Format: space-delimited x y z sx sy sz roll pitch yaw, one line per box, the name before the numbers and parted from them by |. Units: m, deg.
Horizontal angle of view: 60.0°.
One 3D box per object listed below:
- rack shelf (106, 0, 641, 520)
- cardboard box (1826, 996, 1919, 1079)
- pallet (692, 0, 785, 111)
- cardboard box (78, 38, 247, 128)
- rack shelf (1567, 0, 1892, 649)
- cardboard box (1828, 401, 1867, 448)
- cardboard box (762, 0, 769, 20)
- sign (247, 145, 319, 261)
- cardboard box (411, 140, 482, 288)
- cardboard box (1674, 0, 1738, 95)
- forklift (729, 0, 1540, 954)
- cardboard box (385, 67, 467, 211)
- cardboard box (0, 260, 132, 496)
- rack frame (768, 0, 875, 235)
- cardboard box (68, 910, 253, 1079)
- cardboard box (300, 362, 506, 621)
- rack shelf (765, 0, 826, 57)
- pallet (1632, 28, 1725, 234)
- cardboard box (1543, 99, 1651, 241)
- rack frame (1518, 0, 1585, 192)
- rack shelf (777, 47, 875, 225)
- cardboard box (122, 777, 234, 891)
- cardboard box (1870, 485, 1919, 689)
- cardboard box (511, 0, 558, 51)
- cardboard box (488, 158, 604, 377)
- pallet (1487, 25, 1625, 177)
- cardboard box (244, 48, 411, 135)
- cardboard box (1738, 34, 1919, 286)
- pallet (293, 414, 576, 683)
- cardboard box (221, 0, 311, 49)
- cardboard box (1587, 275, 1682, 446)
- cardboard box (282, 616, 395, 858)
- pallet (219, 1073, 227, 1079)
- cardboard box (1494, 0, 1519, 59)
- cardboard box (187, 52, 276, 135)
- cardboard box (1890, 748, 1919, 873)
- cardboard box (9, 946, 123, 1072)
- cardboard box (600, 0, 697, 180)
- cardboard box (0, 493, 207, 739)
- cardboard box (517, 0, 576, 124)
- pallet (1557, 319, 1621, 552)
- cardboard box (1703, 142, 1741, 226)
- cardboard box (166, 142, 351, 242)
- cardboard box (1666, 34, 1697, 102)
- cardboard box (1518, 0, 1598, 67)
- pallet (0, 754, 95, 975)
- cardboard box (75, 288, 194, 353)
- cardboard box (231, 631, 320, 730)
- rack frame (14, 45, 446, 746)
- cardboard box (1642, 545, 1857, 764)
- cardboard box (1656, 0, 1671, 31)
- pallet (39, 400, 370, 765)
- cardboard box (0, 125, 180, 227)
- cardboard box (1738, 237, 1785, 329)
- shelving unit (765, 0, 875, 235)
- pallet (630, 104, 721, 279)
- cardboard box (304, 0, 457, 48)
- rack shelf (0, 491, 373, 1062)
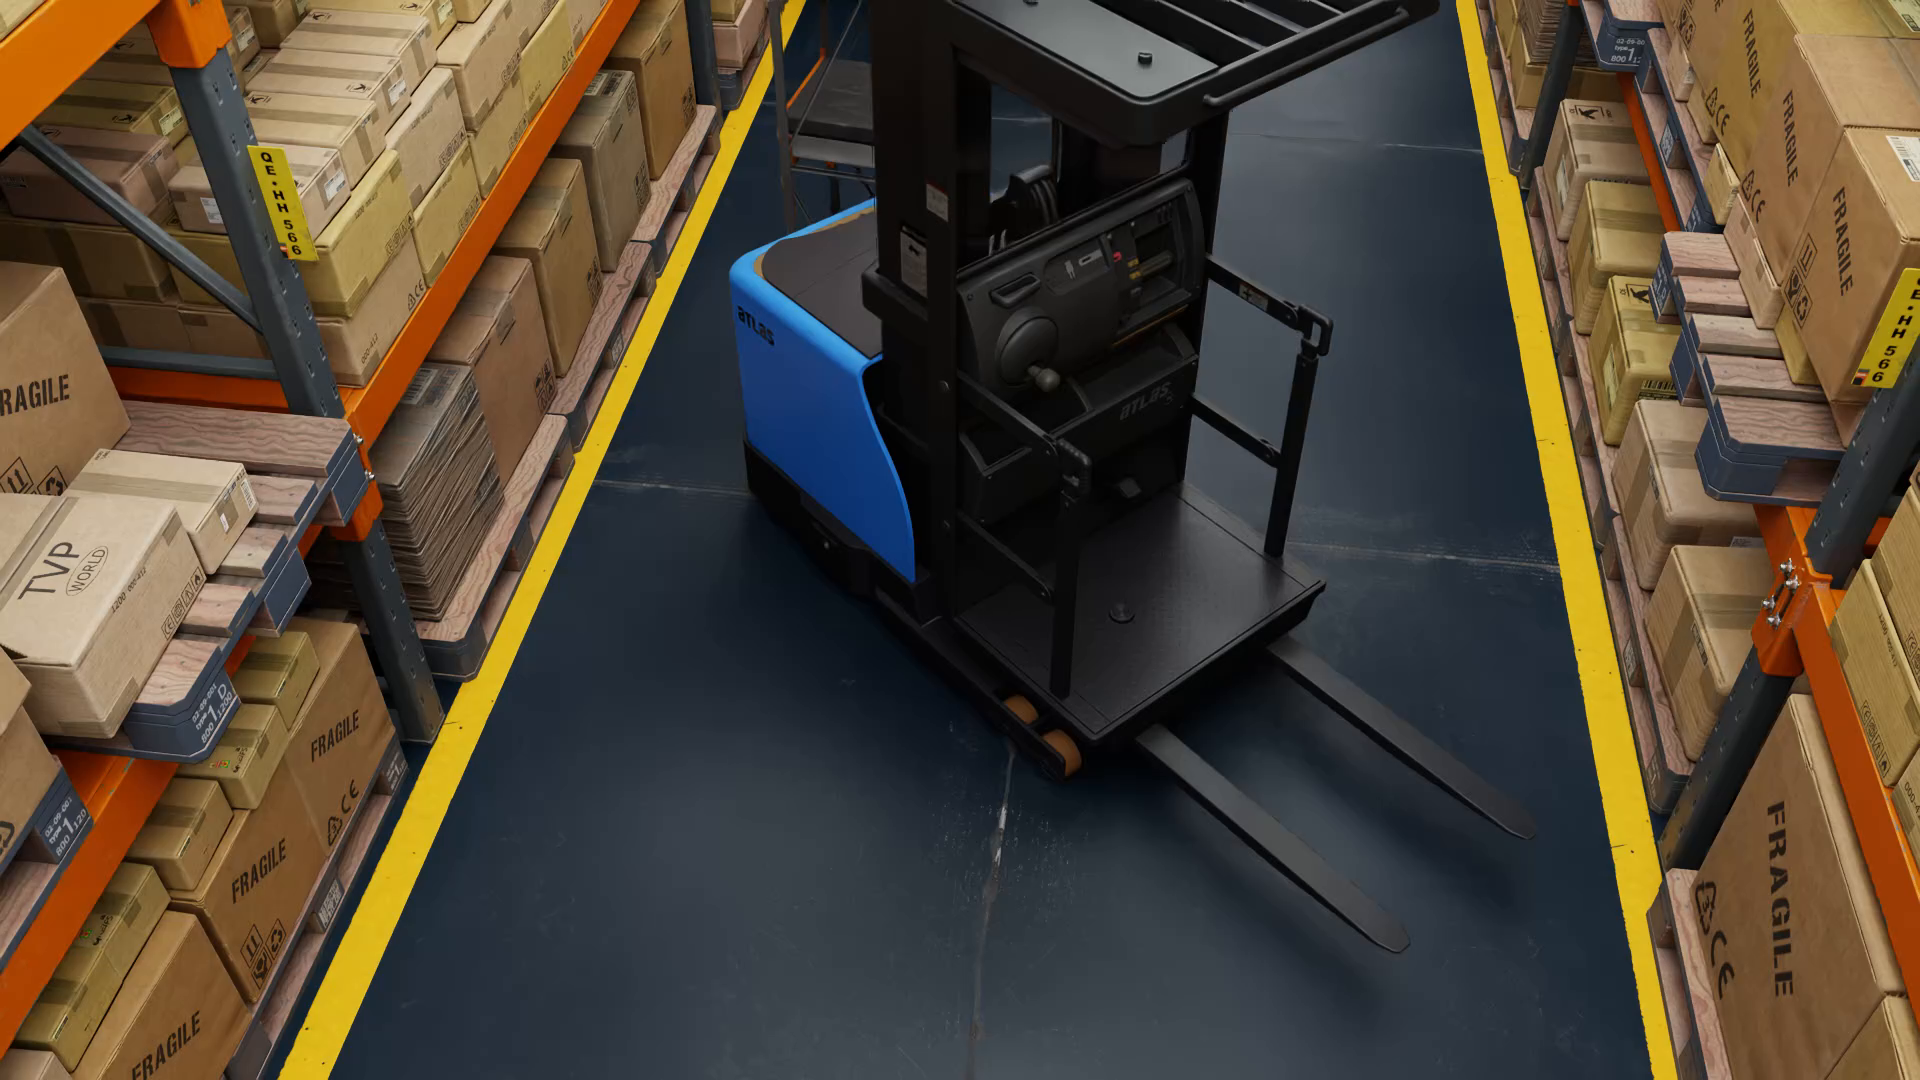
rack shelf | -1.975 -1.594 6.275 1.077 0.370 4.000 5 44 6
cardboard box | 2.386 1.646 3.570 0.875 0.875 0.875 6 44 6
pallet | -1.564 -2.744 8.995 1.003 0.211 1.213 5 44 6
cardboard box | -2.378 -1.364 4.964 0.380 0.149 0.250 5 44 5
rack shelf | 2.946 -1.146 5.802 1.077 0.370 4.000 5 44 6
cardboard box | 2.491 -0.350 4.315 0.380 0.149 0.250 7 44 7
cardboard box | -1.266 -3.020 8.952 0.500 0.250 0.500 4 44 5
sign | -1.700 -0.841 4.172 0.100 0.325 0.005 5 44 6
cardboard box | -1.867 -1.061 5.298 0.500 0.250 0.500 4 44 5
cardboard box | 2.662 -1.745 5.317 0.500 0.500 0.500 4 44 4
forklift | 0.519 -0.679 4.835 1.130 2.935 3.031 -30 51 -28
cardboard box | -1.871 -1.241 5.124 0.500 0.250 0.500 7 44 7
cardboard box | -2.462 -0.345 4.054 0.500 0.500 0.500 7 44 7
rack frame | -0.468 -1.350 6.149 0.400 2.100 0.015 11 45 11
cardboard box | -2.225 1.267 4.242 0.500 0.500 0.500 7 44 7
cardboard box | -2.143 -0.207 5.708 0.875 0.625 0.625 7 44 7
rack shelf | -0.402 -2.010 5.848 0.431 0.518 0.480 11 45 11
pallet | 2.902 -1.327 5.609 1.003 0.211 1.213 5 44 6
cardboard box | 3.143 -1.611 7.375 0.950 0.372 0.625 6 44 6
rack frame | 3.210 -2.770 6.994 1.000 3.000 0.127 5 44 6
rack shelf | -0.402 -1.502 6.329 0.431 0.518 0.480 11 45 11
cardboard box | -2.137 0.751 4.316 0.380 0.149 0.250 4 44 4
cardboard box | 2.370 0.152 3.653 0.500 0.250 0.500 5 44 5
cardboard box | -1.741 -1.946 5.870 0.500 0.250 0.500 6 44 6
cardboard box | -1.976 -1.111 6.664 0.875 0.625 0.625 4 44 4
pallet | 3.264 -2.218 8.439 1.003 0.211 1.213 5 44 6
cardboard box | -1.863 -1.314 4.912 0.380 0.149 0.250 6 44 7
cardboard box | 2.523 -1.029 4.561 0.500 0.500 0.500 5 44 5
pallet | -2.092 -0.037 6.136 1.003 0.211 1.213 5 44 6
cardboard box | -2.303 -1.709 5.328 0.380 0.149 0.250 5 44 5
cardboard box | 2.961 -0.646 6.357 0.950 0.372 0.625 7 44 7
cardboard box | -2.082 0.570 4.979 0.500 0.500 0.500 6 44 7
pallet | -2.539 1.855 4.138 1.003 0.211 1.213 5 44 6
cardboard box | 3.082 -2.715 8.630 0.500 0.250 0.500 4 44 4
cardboard box | -2.389 -1.300 5.186 0.500 0.250 0.500 6 44 6
cardboard box | 2.317 0.673 3.467 0.500 0.250 0.500 4 44 4
cardboard box | -2.250 1.097 3.951 0.380 0.149 0.250 5 44 5
cardboard box | -1.768 -2.152 7.763 0.875 0.625 0.625 7 44 7
cardboard box | -2.058 0.158 3.705 0.500 0.250 0.500 3 44 4
cardboard box | -1.735 -1.766 6.042 0.500 0.250 0.500 7 44 7
pallet | 2.950 -0.393 6.511 1.003 0.211 1.213 5 44 6
cardboard box | 2.508 -1.075 5.081 0.380 0.149 0.250 6 44 6
cardboard box | -1.905 -0.955 4.532 0.380 0.149 0.250 6 44 7
cardboard box | 2.624 -1.598 5.633 0.380 0.149 0.250 7 44 7
cardboard box | 3.022 -2.624 7.989 0.500 0.500 0.500 5 44 5
pallet | -2.492 0.903 3.254 1.003 0.211 1.213 5 44 6
cardboard box | -2.433 -0.768 4.988 0.500 0.250 0.500 4 44 5
cardboard box | -2.053 0.387 4.701 0.380 0.149 0.250 3 44 3
rack frame | -2.239 -0.493 4.589 1.000 3.000 0.127 5 44 6
cardboard box | 2.766 0.374 5.280 0.950 0.372 0.625 3 43 3
cardboard box | 2.745 -1.942 5.997 0.380 0.149 0.250 6 44 6
pallet | -2.259 0.045 4.160 1.213 0.211 1.003 5 44 6
cardboard box | -2.397 -1.004 4.585 0.380 0.149 0.250 7 44 7
cardboard box | 2.444 -0.715 4.701 0.380 0.149 0.250 5 44 5
shelving unit | -0.402 -1.512 6.320 0.431 2.100 0.503 11 45 11
pallet | -1.769 -1.700 7.892 1.003 0.211 1.213 5 44 6
cardboard box | -1.837 -1.668 5.285 0.380 0.149 0.250 6 44 6
rack shelf | -2.504 1.132 3.396 1.077 0.370 4.000 5 44 6
